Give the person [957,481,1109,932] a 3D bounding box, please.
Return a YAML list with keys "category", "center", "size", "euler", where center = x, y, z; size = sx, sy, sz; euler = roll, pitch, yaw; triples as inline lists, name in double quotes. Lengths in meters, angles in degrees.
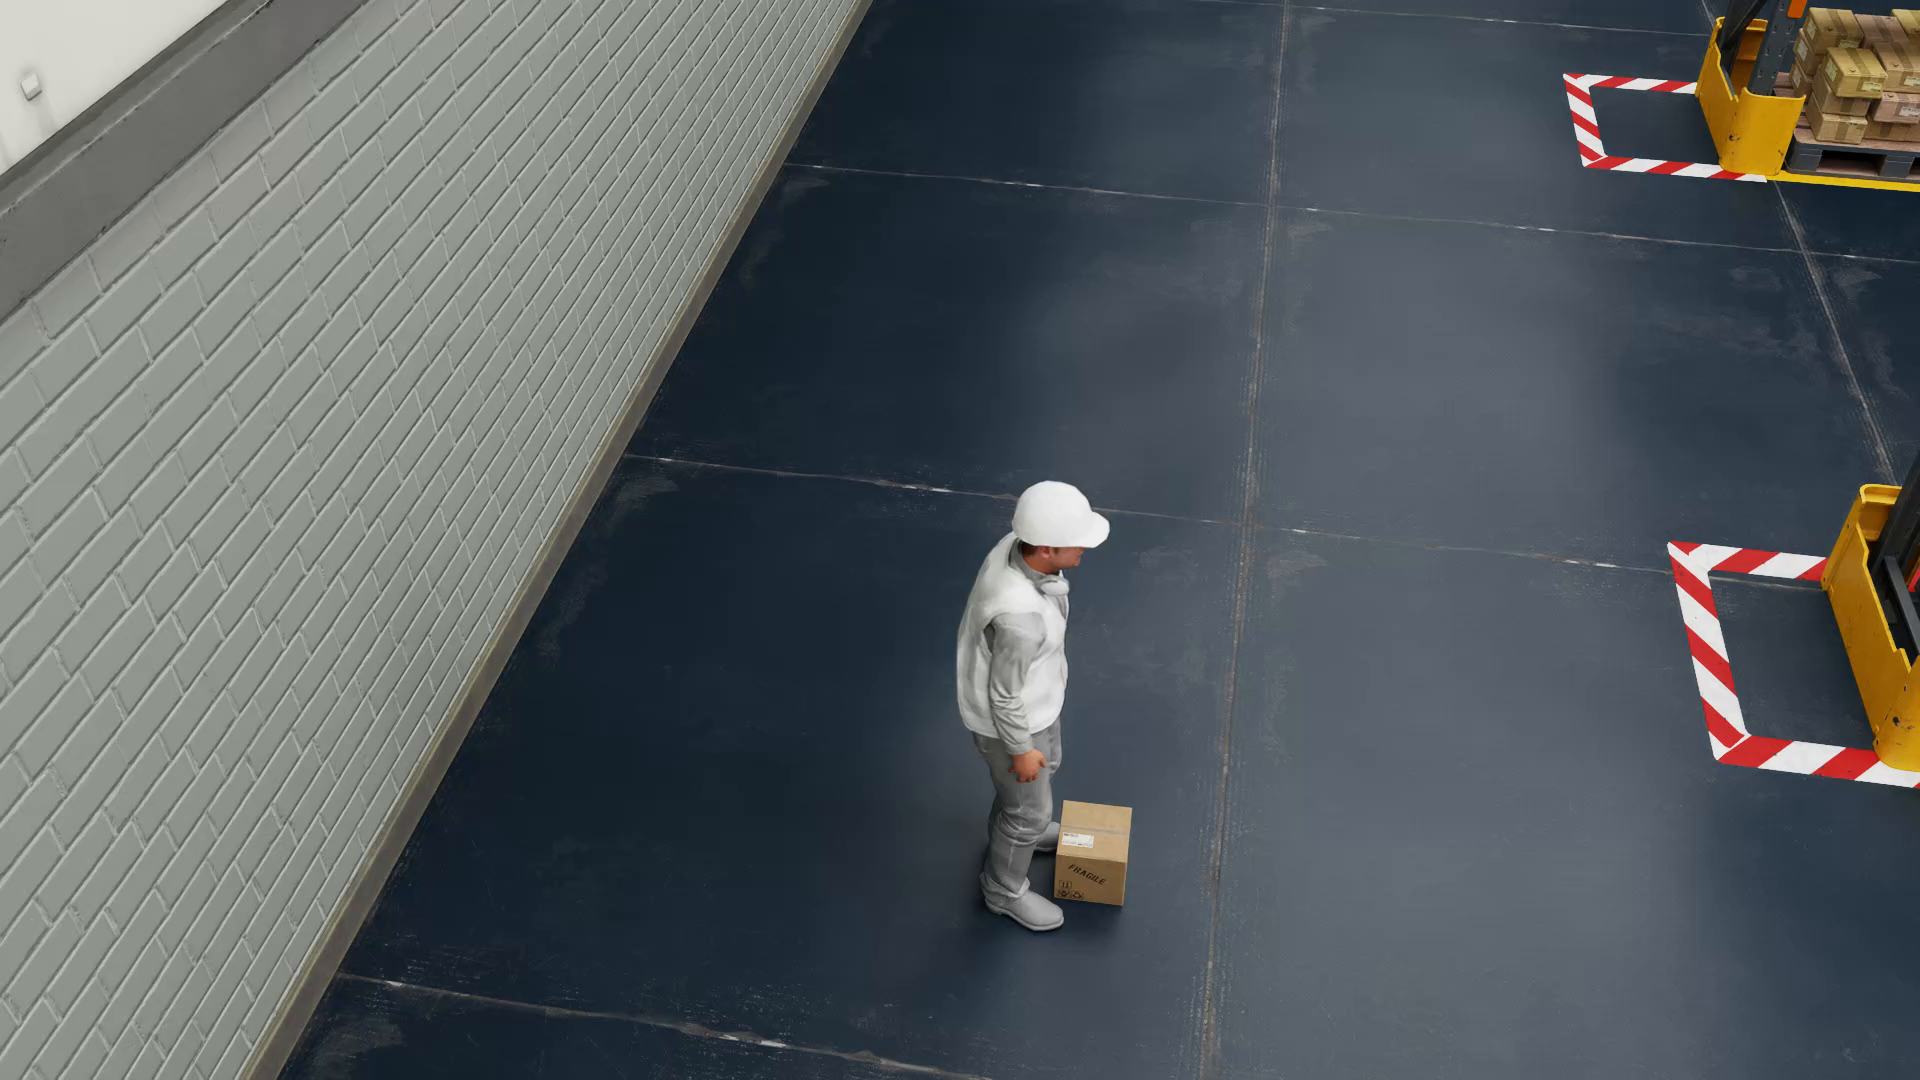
- category: "person"
  center: [0.220, 0.525, 5.517]
  size: [0.461, 1.771, 0.581]
  euler: [7, 41, 8]
